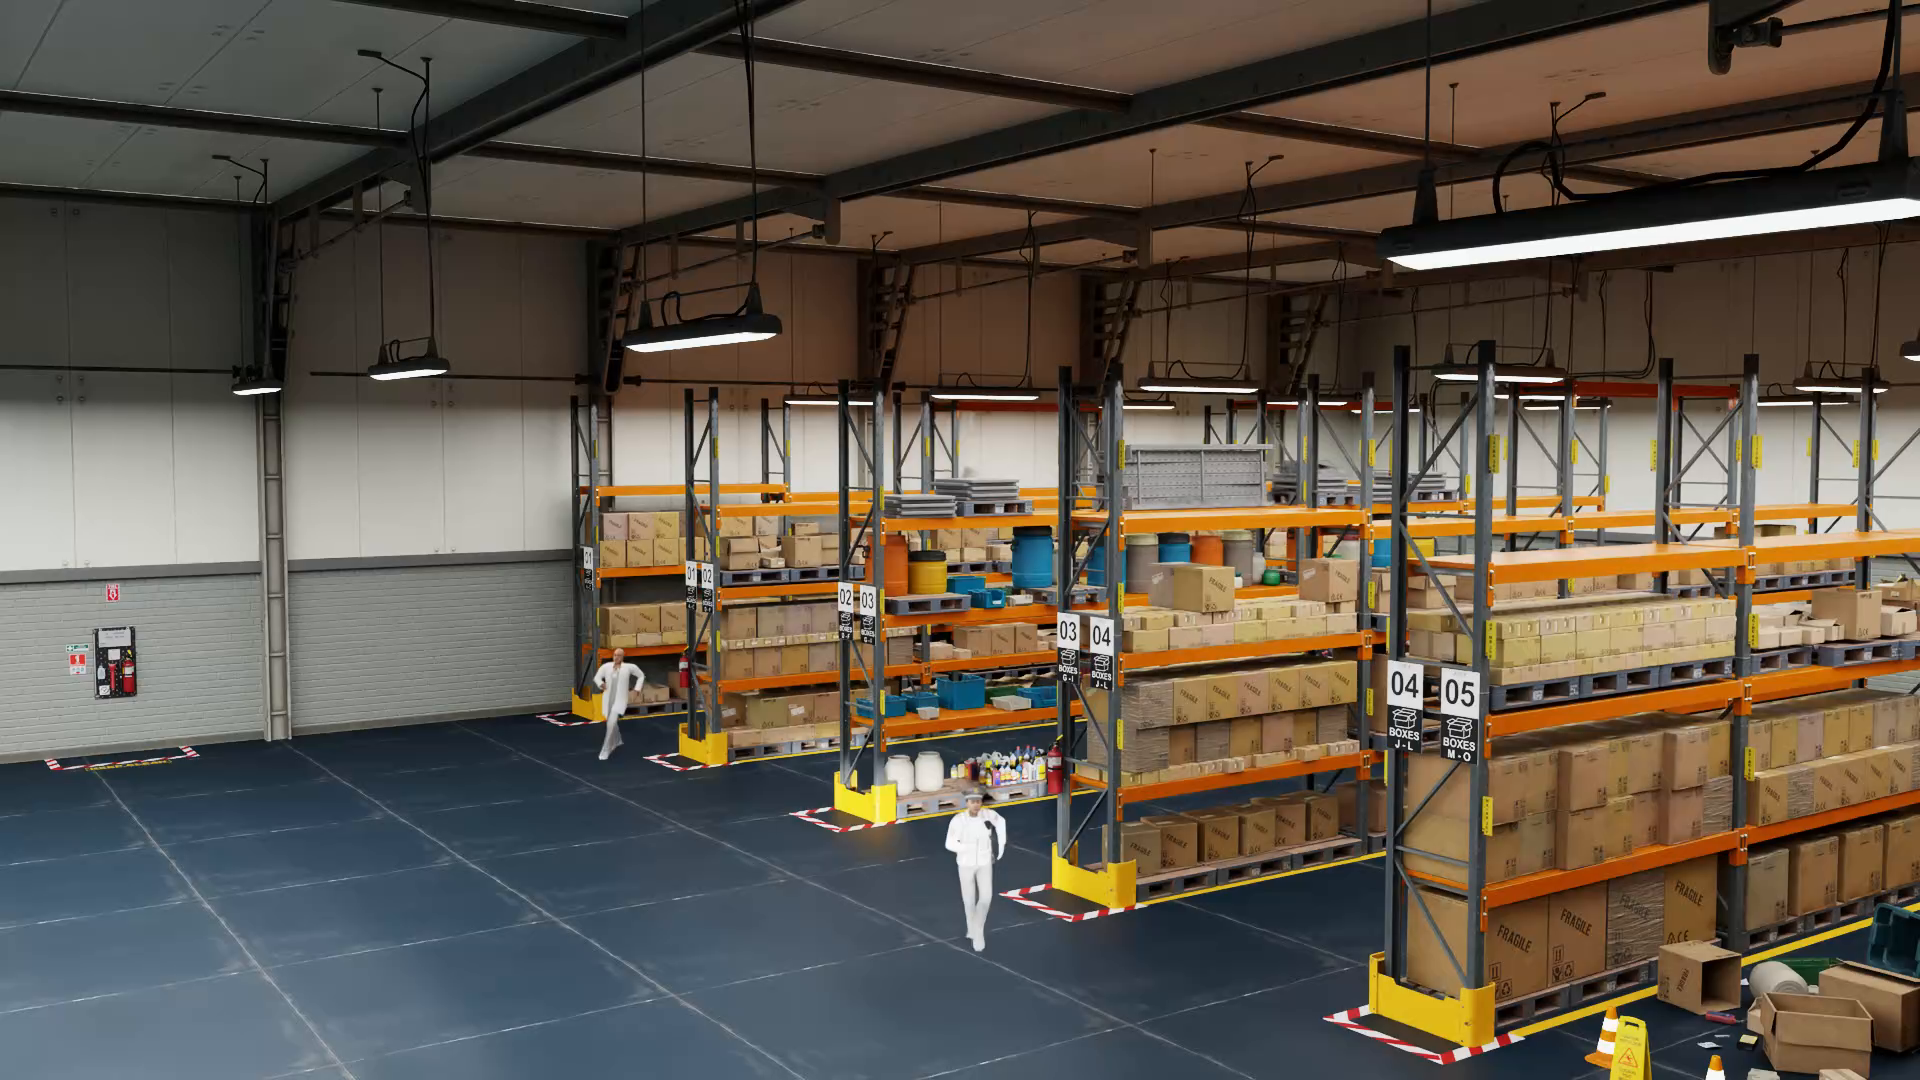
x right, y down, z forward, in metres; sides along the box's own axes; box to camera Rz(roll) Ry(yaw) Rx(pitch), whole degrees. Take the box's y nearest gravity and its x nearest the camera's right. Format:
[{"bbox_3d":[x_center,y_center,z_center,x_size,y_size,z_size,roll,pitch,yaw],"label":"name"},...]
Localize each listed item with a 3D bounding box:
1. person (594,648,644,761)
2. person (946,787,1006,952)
[{"bbox_3d":[-5.584,2.662,27.148,0.750,1.822,0.842,1,4,12],"label":"person"},{"bbox_3d":[0.167,3.305,16.863,0.641,1.679,0.788,0,3,-7],"label":"person"}]
